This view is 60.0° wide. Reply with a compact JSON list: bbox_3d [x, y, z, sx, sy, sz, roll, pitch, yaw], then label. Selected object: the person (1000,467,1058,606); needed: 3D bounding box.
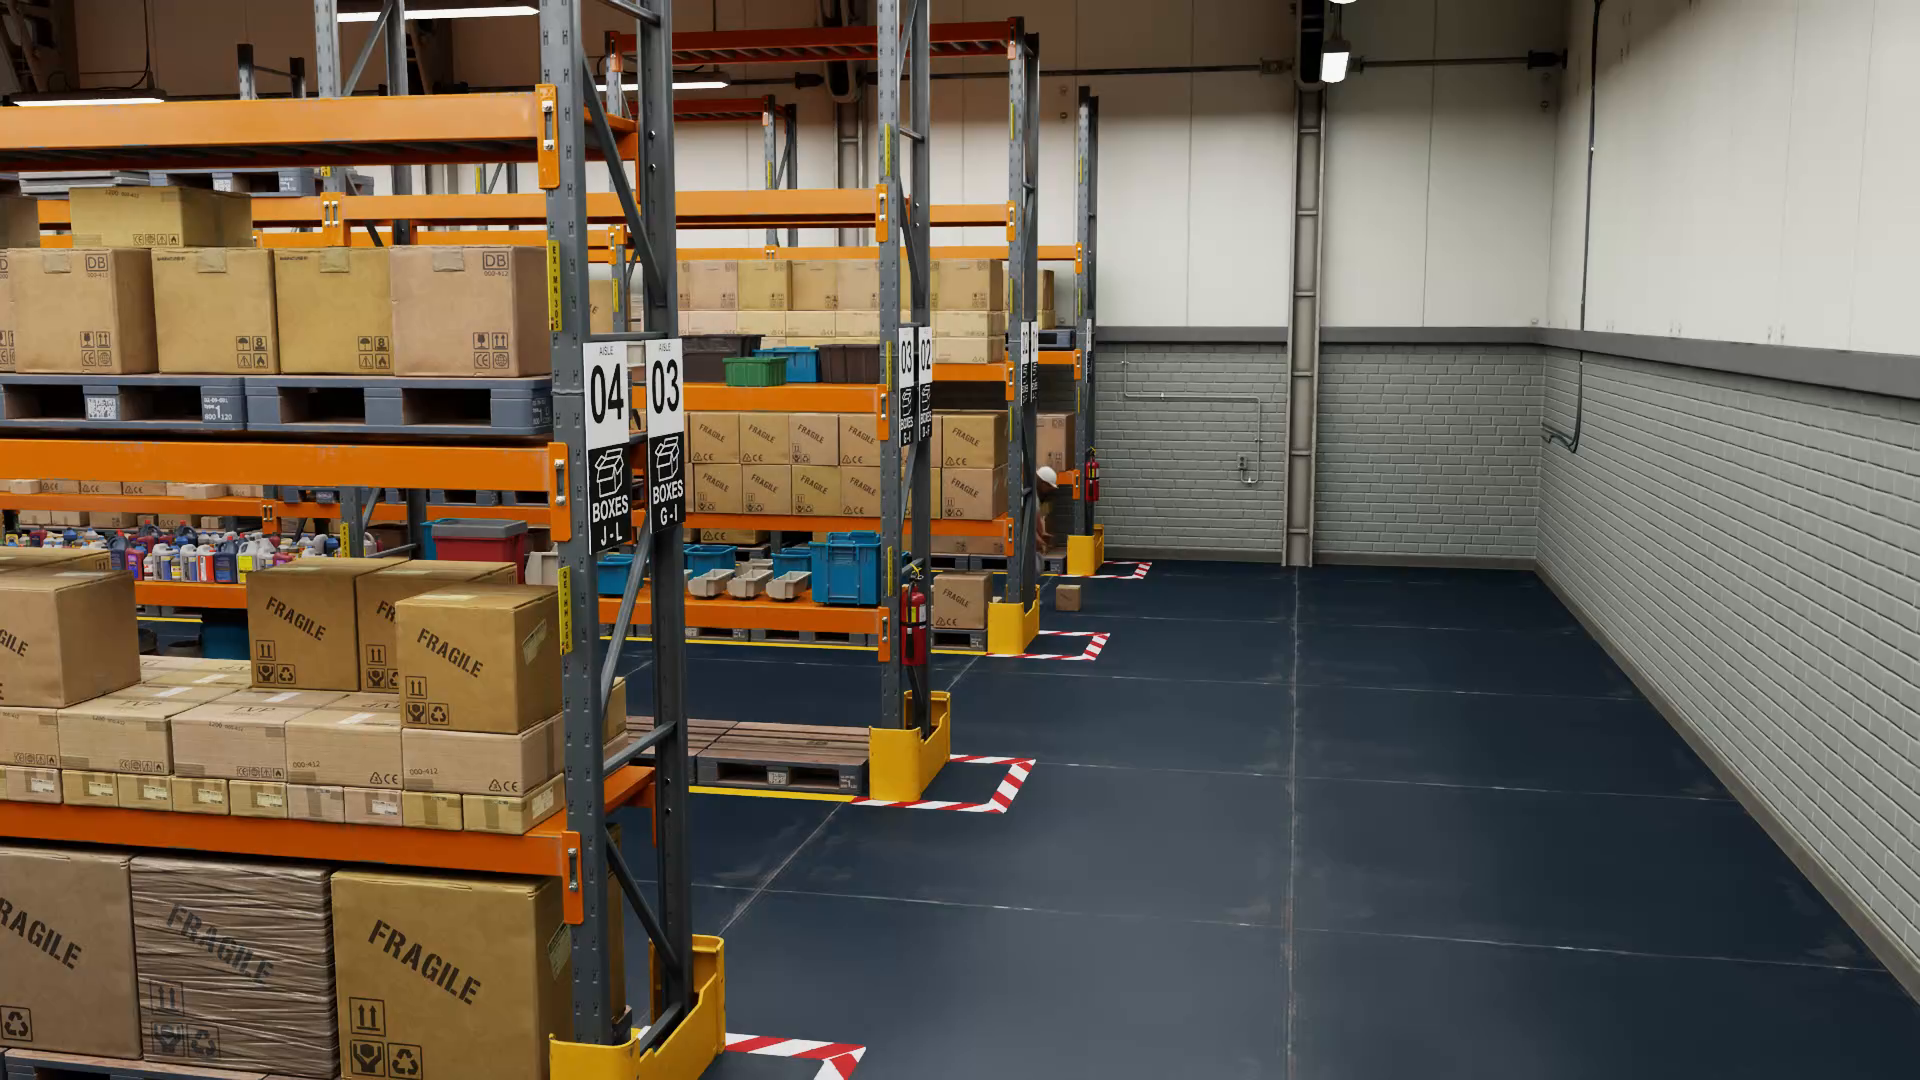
[{"bbox_3d":[0.776,-0.032,18.605,0.622,1.591,0.620,2,8,12],"label":"person"}]
